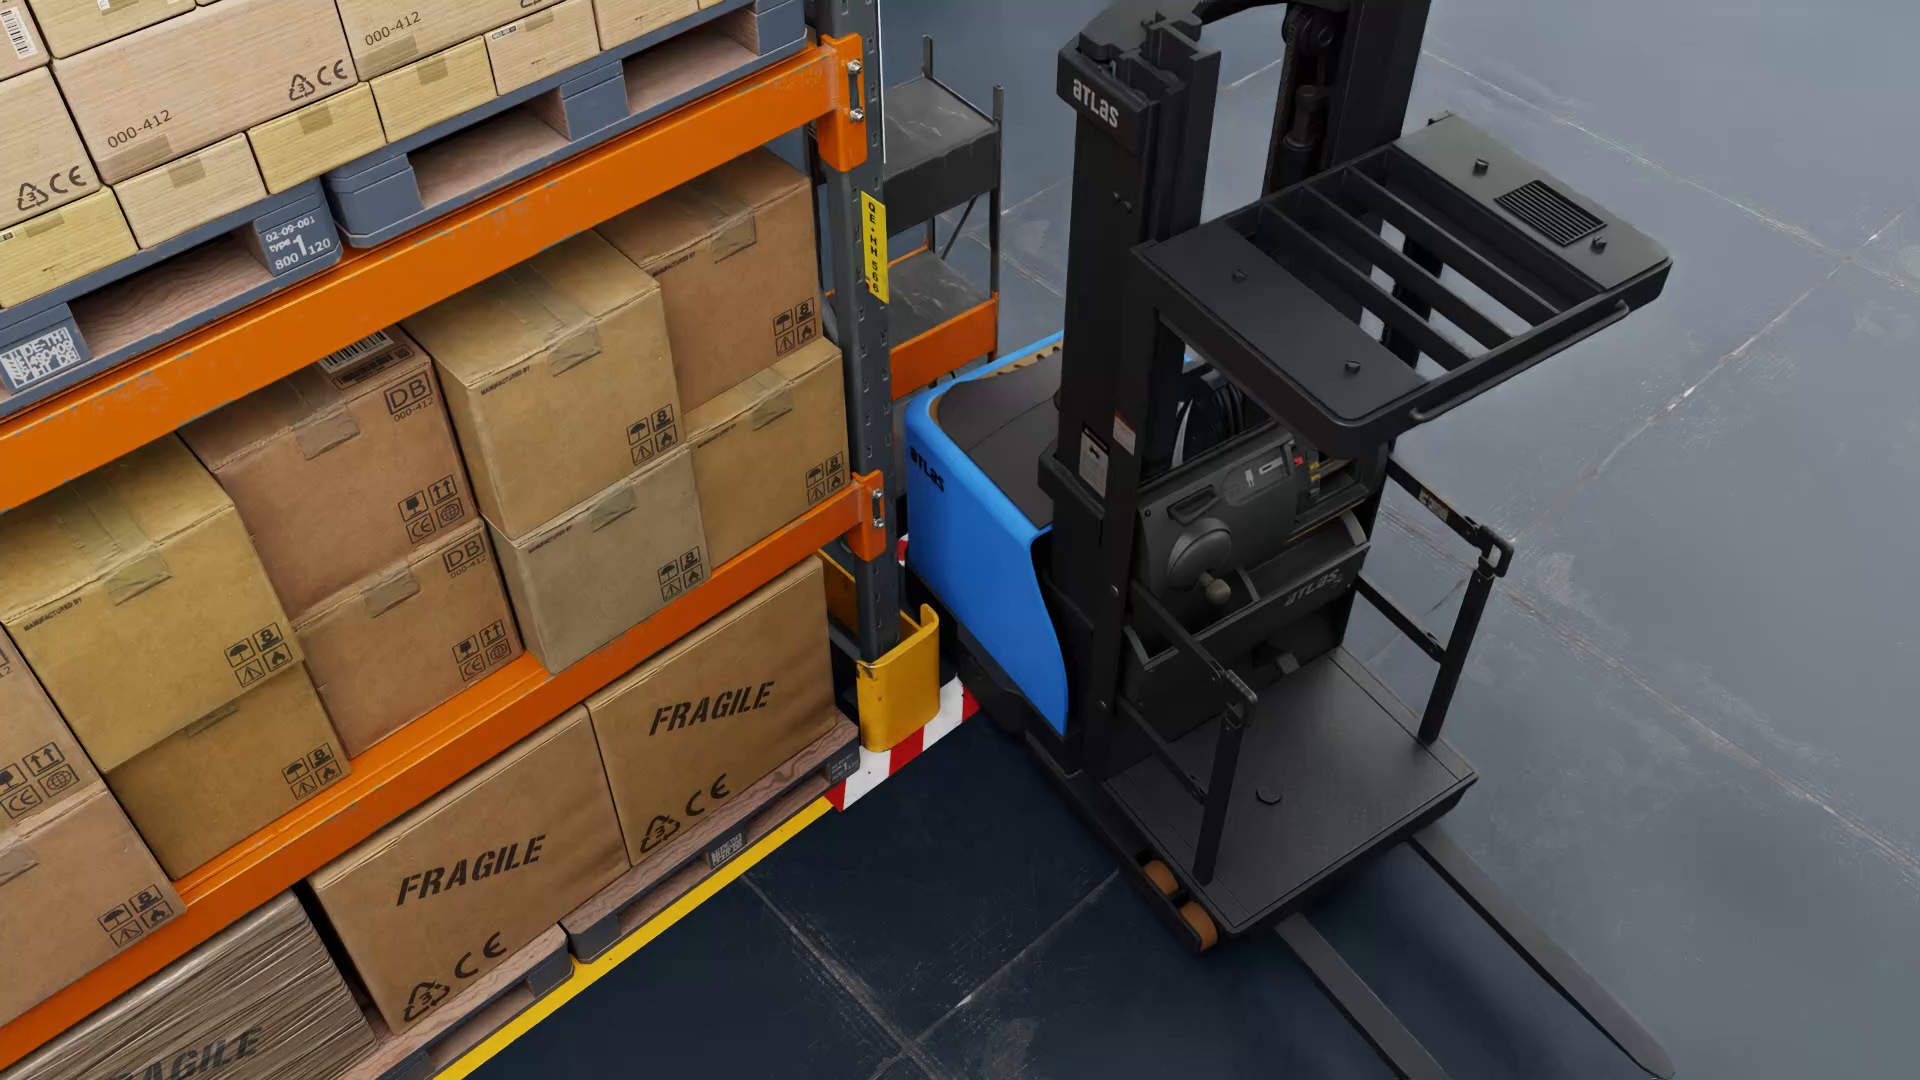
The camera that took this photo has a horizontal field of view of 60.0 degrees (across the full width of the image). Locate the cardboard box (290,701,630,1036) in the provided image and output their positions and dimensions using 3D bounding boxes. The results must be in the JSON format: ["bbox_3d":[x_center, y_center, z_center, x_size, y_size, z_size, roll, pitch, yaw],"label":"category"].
[{"bbox_3d":[-1.692,0.770,5.158,0.875,0.875,0.875,-35,56,-28],"label":"cardboard box"}]

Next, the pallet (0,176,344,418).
[{"bbox_3d":[-2.030,-0.623,3.304,1.213,0.211,1.003,-34,56,-27],"label":"pallet"}]

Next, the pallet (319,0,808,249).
[{"bbox_3d":[-1.127,-1.230,3.863,1.213,0.211,1.003,-34,56,-27],"label":"pallet"}]

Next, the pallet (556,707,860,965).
[{"bbox_3d":[-1.124,0.768,5.897,1.213,0.211,1.003,-34,56,-27],"label":"pallet"}]

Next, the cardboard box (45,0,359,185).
[{"bbox_3d":[-1.502,-0.970,3.109,0.500,0.250,0.500,-34,56,-27],"label":"cardboard box"}]

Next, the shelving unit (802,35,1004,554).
[{"bbox_3d":[-0.184,-0.703,5.970,0.503,2.100,0.431,-30,54,-25],"label":"shelving unit"}]

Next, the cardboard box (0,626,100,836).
[{"bbox_3d":[-2.428,0.254,3.637,0.550,0.550,0.875,-34,56,-27],"label":"cardboard box"}]

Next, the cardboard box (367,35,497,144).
[{"bbox_3d":[-1.167,-0.999,3.407,0.250,0.149,0.380,-33,55,-27],"label":"cardboard box"}]

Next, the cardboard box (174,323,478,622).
[{"bbox_3d":[-1.736,-0.345,4.190,0.550,0.550,0.875,-34,56,-27],"label":"cardboard box"}]

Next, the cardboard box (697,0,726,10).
[{"bbox_3d":[-0.603,-1.375,3.754,0.250,0.149,0.380,-34,56,-27],"label":"cardboard box"}]

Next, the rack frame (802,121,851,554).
[{"bbox_3d":[-0.376,-0.592,5.868,0.015,2.100,0.400,-30,54,-25],"label":"rack frame"}]

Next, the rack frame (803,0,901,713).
[{"bbox_3d":[-0.585,-0.615,5.277,0.127,3.000,1.000,-34,56,-27],"label":"rack frame"}]

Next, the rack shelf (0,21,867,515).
[{"bbox_3d":[-2.065,-0.400,3.526,4.000,0.370,1.077,-34,56,-27],"label":"rack shelf"}]

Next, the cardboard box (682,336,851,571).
[{"bbox_3d":[-0.829,-0.458,5.029,0.550,0.550,0.875,-34,56,-27],"label":"cardboard box"}]

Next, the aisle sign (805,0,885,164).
[{"bbox_3d":[-0.331,-1.369,4.203,0.004,0.787,0.394,-34,56,-27],"label":"aisle sign"}]

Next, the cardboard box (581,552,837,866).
[{"bbox_3d":[-1.042,0.334,5.561,0.875,0.875,0.875,-33,56,-27],"label":"cardboard box"}]

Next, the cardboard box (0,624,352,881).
[{"bbox_3d":[-2.084,0.319,4.313,0.500,0.550,0.875,-34,56,-27],"label":"cardboard box"}]

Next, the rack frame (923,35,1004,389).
[{"bbox_3d":[0.008,-0.814,6.072,0.015,2.100,0.400,-30,54,-25],"label":"rack frame"}]

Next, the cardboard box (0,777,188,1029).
[{"bbox_3d":[-2.409,0.636,4.021,0.550,0.550,0.875,-34,56,-27],"label":"cardboard box"}]

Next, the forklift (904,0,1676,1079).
[{"bbox_3d":[1.028,-0.041,4.794,1.130,2.935,3.031,-26,53,-22],"label":"forklift"}]

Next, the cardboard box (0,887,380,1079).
[{"bbox_3d":[-2.368,1.220,4.743,0.875,0.875,0.875,-33,56,-27],"label":"cardboard box"}]

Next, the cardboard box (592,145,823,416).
[{"bbox_3d":[-0.886,-0.870,4.675,0.550,0.550,0.875,-34,56,-27],"label":"cardboard box"}]

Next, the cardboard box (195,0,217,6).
[{"bbox_3d":[-1.357,-1.142,2.996,0.250,0.149,0.380,-34,56,-27],"label":"cardboard box"}]

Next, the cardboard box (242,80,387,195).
[{"bbox_3d":[-1.356,-0.871,3.289,0.250,0.149,0.380,-35,56,-28],"label":"cardboard box"}]

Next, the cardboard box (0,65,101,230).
[{"bbox_3d":[-1.875,-0.721,2.879,0.500,0.250,0.500,-33,55,-27],"label":"cardboard box"}]

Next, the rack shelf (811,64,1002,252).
[{"bbox_3d":[-0.184,-1.169,5.466,0.480,0.518,0.431,-30,54,-25],"label":"rack shelf"}]

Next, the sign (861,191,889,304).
[{"bbox_3d":[-0.230,-0.786,4.485,0.005,0.325,0.100,-34,56,-27],"label":"sign"}]

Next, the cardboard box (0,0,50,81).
[{"bbox_3d":[-1.734,-0.889,2.763,0.250,0.149,0.380,-33,55,-27],"label":"cardboard box"}]

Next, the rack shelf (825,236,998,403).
[{"bbox_3d":[-0.184,-0.694,5.980,0.480,0.518,0.431,-30,54,-25],"label":"rack shelf"}]

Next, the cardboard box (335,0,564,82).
[{"bbox_3d":[-1.130,-1.218,3.338,0.500,0.250,0.500,-34,56,-27],"label":"cardboard box"}]

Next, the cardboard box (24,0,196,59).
[{"bbox_3d":[-1.547,-1.014,2.879,0.250,0.149,0.380,-35,56,-28],"label":"cardboard box"}]

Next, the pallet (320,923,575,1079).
[{"bbox_3d":[-2.026,1.368,5.344,1.213,0.211,1.003,-34,56,-27],"label":"pallet"}]

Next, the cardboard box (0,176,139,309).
[{"bbox_3d":[-1.732,-0.621,3.058,0.250,0.149,0.380,-33,55,-27],"label":"cardboard box"}]

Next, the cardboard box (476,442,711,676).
[{"bbox_3d":[-1.221,-0.174,4.768,0.550,0.550,0.875,-34,56,-27],"label":"cardboard box"}]

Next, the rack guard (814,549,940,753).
[{"bbox_3d":[-0.567,0.221,6.206,0.348,0.500,1.175,-34,56,-27],"label":"rack guard"}]

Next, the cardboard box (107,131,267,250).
[{"bbox_3d":[-1.543,-0.747,3.174,0.250,0.149,0.380,-33,55,-27],"label":"cardboard box"}]

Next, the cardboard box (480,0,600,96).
[{"bbox_3d":[-0.979,-1.123,3.522,0.250,0.149,0.380,-33,55,-27],"label":"cardboard box"}]

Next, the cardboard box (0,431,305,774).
[{"bbox_3d":[-2.041,-0.012,3.883,0.500,0.550,0.875,-34,56,-27],"label":"cardboard box"}]

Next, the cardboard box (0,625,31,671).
[{"bbox_3d":[-3.512,0.438,6.165,0.258,0.266,0.396,-25,52,-21],"label":"cardboard box"}]

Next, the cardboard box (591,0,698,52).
[{"bbox_3d":[-0.790,-1.251,3.639,0.250,0.149,0.380,-33,55,-27],"label":"cardboard box"}]

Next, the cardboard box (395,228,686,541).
[{"bbox_3d":[-1.230,-0.548,4.378,0.550,0.550,0.875,-34,56,-27],"label":"cardboard box"}]

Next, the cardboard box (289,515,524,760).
[{"bbox_3d":[-1.720,0.034,4.575,0.550,0.550,0.875,-34,56,-27],"label":"cardboard box"}]

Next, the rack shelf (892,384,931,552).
[{"bbox_3d":[-0.184,-0.219,6.494,0.480,0.518,0.431,-30,54,-25],"label":"rack shelf"}]

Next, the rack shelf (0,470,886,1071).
[{"bbox_3d":[-2.065,0.618,4.629,4.000,0.370,1.077,-34,56,-27],"label":"rack shelf"}]
